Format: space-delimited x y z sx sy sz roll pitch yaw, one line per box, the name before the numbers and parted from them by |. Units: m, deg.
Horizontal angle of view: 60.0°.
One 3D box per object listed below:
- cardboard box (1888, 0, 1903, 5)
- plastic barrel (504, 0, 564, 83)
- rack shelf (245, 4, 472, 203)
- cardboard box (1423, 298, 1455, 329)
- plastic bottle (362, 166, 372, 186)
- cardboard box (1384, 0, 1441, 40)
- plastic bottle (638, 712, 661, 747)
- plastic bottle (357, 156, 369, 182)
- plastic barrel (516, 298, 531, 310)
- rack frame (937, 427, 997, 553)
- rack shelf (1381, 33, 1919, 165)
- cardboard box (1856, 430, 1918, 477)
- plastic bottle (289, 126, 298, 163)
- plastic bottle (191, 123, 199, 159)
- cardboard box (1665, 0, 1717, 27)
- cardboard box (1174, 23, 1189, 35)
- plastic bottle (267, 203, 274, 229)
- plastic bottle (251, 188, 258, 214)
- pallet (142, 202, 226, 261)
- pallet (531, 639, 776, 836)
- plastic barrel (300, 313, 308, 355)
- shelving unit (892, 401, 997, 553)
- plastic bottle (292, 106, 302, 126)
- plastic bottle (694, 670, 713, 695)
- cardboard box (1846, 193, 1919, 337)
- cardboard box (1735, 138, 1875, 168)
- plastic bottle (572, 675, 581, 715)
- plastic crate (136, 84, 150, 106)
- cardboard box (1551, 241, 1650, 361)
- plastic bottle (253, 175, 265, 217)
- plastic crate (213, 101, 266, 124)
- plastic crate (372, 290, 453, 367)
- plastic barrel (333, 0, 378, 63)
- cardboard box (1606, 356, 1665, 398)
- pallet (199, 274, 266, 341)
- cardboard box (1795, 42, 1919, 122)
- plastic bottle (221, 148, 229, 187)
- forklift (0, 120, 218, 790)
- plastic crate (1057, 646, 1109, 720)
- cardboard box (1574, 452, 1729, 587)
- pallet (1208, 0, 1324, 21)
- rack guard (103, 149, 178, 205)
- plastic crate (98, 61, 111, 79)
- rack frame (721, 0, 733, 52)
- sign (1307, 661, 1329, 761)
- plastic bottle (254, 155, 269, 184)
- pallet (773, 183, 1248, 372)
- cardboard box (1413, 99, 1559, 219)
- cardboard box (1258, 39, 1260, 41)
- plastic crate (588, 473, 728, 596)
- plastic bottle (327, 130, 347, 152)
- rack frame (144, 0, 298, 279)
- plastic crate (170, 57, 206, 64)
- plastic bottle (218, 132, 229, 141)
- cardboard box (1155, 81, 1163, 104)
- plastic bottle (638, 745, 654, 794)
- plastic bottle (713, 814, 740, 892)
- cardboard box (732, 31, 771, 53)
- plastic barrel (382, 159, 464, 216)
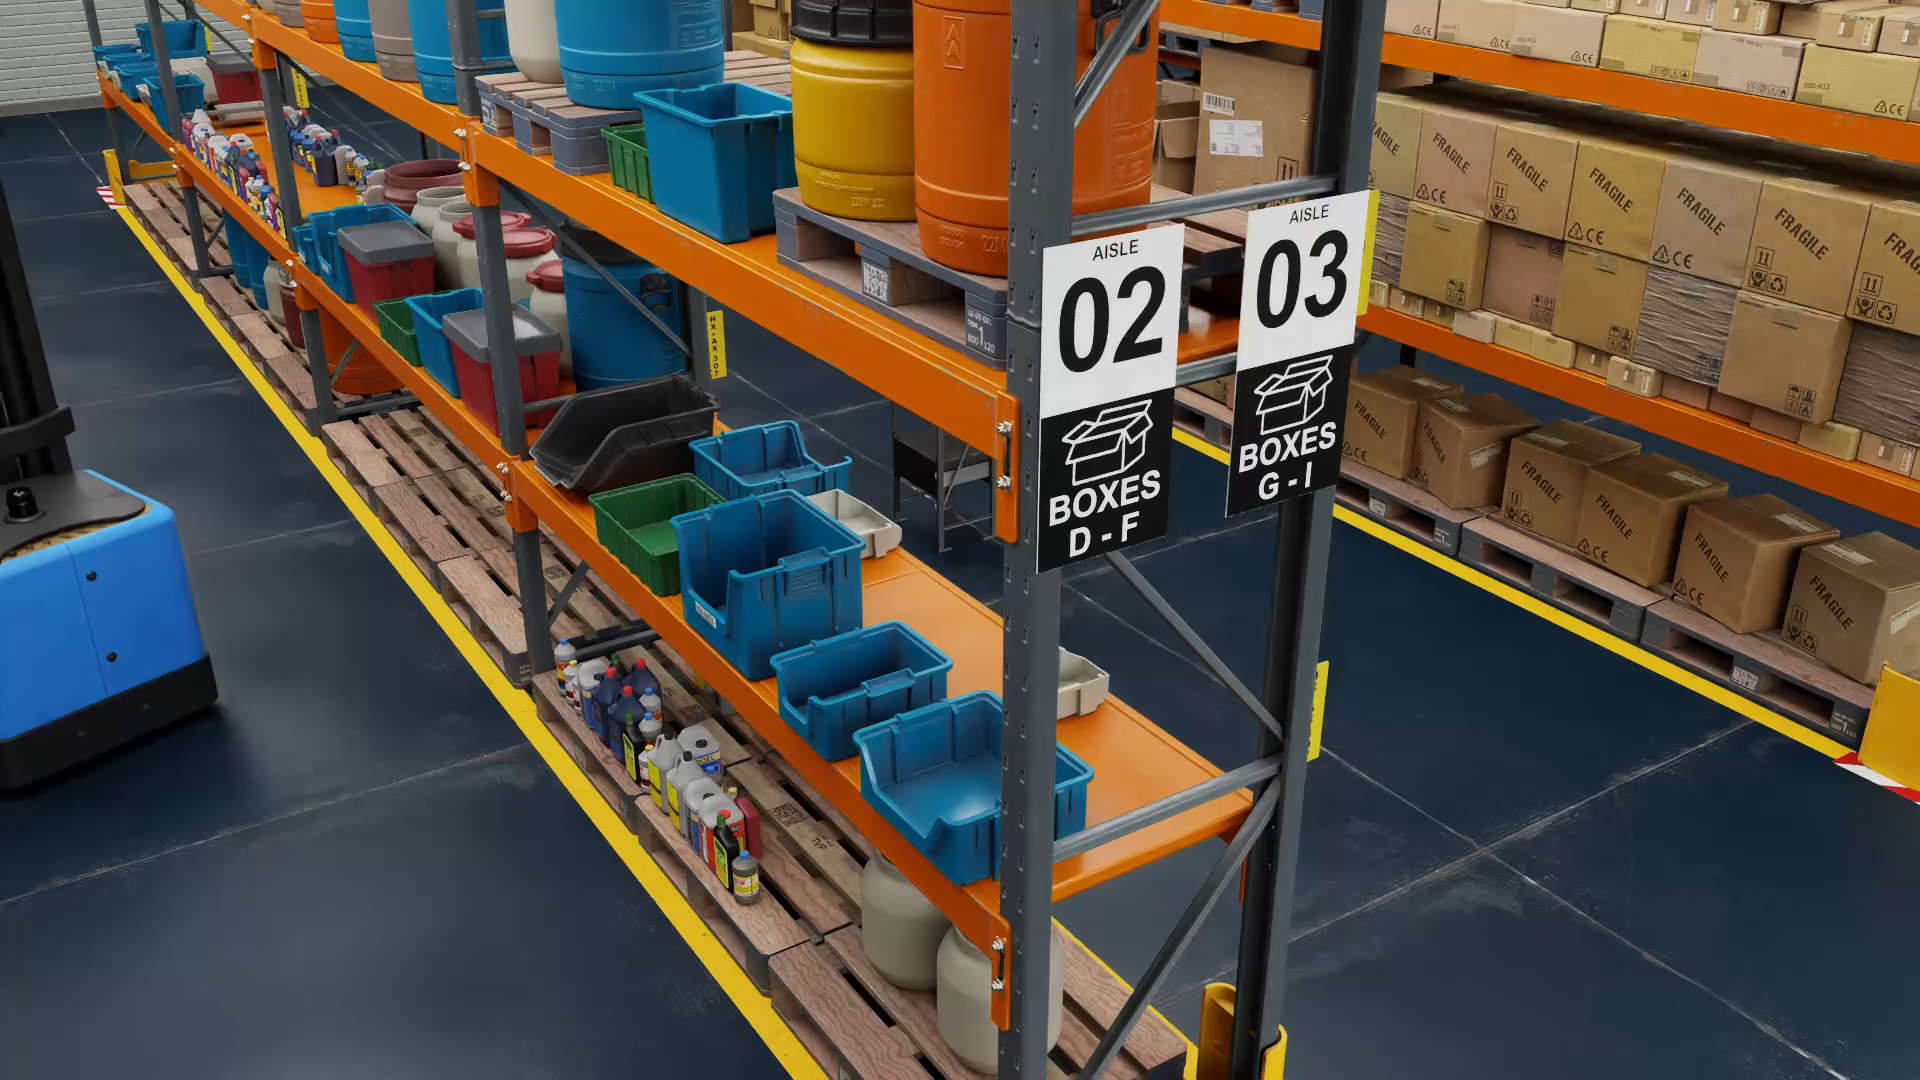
cardboard box | 4.230 -2.396 7.506 0.380 0.149 0.250 -16 29 -30
plastic barrel | -1.556 -2.069 6.483 0.421 0.512 0.421 0 25 0
rack shelf | -2.719 -2.418 8.688 1.077 0.370 4.000 -16 29 -30
cardboard box | 2.818 -1.303 9.291 0.380 0.149 0.250 -16 29 -30
plastic bottle | -4.120 -2.474 11.627 0.097 0.271 0.097 0 25 0
cardboard box | 2.554 -2.894 9.029 0.500 0.250 0.500 -17 30 -32
plastic bottle | -1.319 0.860 7.096 0.097 0.271 0.097 0 25 0
plastic bottle | -4.267 -2.618 11.933 0.097 0.271 0.097 0 25 0
plastic barrel | -2.221 -1.119 8.768 0.301 0.262 0.301 0 25 0
rack frame | 0.043 -0.921 9.242 0.400 2.100 0.015 -16 29 -30
rack shelf | 3.615 -2.142 8.103 1.077 0.370 4.000 -16 29 -30
cardboard box | 4.242 -0.425 7.432 0.380 0.149 0.250 -16 29 -30
plastic bottle | -5.128 -3.063 12.875 0.097 0.271 0.097 0 25 0
plastic bottle | -5.947 -3.125 13.007 0.097 0.271 0.097 0 25 0
cardboard box | 3.479 -2.467 7.657 0.380 0.149 0.250 -17 30 -32
cardboard box | 2.486 -5.448 17.578 0.380 0.149 0.250 -15 29 -29
plastic bottle | -4.562 -2.186 11.100 0.097 0.201 0.097 0 25 0
plastic bottle | -4.828 -2.360 11.469 0.097 0.201 0.097 0 25 0
pallet | -7.098 -2.963 15.780 1.003 0.211 1.213 -16 29 -30
pallet | -1.295 0.839 7.726 1.003 0.211 1.213 -16 29 -30
plastic barrel | -4.475 -1.520 11.878 0.421 0.512 0.421 0 25 0
shelving unit | -0.090 -1.009 9.427 0.431 2.100 0.503 -16 29 -30
plastic bottle | -5.218 -3.259 13.197 0.144 0.351 0.185 -16 29 -30
plastic bottle | -1.154 0.524 7.715 0.144 0.351 0.185 -16 29 -30
cardboard box | 4.199 -1.167 7.071 0.500 0.500 0.500 -16 29 -30
cardboard box | 4.094 -1.647 8.088 0.500 0.500 0.500 -16 29 -30
plastic bottle | -1.709 0.683 7.551 0.097 0.201 0.097 0 25 0
plastic crate | -7.196 -3.994 14.936 0.293 0.136 0.466 -16 29 -30
cardboard box | 3.556 -1.300 8.524 0.875 0.500 0.500 -16 29 -30
plastic bottle | -4.775 -2.357 11.380 0.097 0.271 0.097 0 25 0
plastic crate | -6.128 -3.641 14.188 0.396 0.136 0.243 -16 29 -30
plastic crate | -2.814 -1.133 8.885 0.450 0.188 0.662 -16 29 -30
plastic barrel | -2.800 -2.854 8.182 0.600 0.901 0.708 -16 29 -30
cardboard box | 3.471 -0.848 8.326 0.380 0.149 0.250 -16 29 -30
pallet | -5.608 -1.987 13.711 1.003 0.211 1.213 -16 29 -30
cardboard box | 3.956 -1.975 7.083 0.500 0.250 0.500 -15 29 -29
plastic bottle | -5.335 -2.724 12.157 0.097 0.271 0.097 0 25 0
forklift | -5.033 -0.724 7.849 3.031 2.935 1.130 18 31 34
plastic crate | 0.338 0.483 5.522 0.298 0.136 0.250 -16 29 -30
cardboard box | 3.699 -0.116 8.919 0.500 0.500 0.500 -13 28 -25
pallet | 2.275 -3.343 10.025 1.213 0.211 1.003 -16 29 -30
rack guard | -8.202 -3.839 17.297 1.175 0.500 0.348 -16 29 -30
plastic crate | -8.213 -4.573 16.162 0.250 0.136 0.298 -16 29 -30
rack frame | -1.844 -4.688 16.166 1.000 3.000 0.127 -16 29 -30
sign | 1.020 0.507 4.838 0.100 0.325 0.005 -16 29 -30
plastic bottle | -4.993 -2.604 11.888 0.061 0.283 0.133 -16 29 -30
pallet | 0.187 -0.831 4.704 1.003 0.211 1.213 -16 29 -30
cardboard box | 2.830 -2.059 8.962 0.500 0.500 0.500 -16 29 -30
cardboard box | 3.200 -4.982 16.593 0.380 0.149 0.250 -15 29 -28
plastic crate | -1.122 -0.025 6.537 0.450 0.188 0.662 -16 29 -30
plastic bottle | -4.617 -2.865 12.362 0.144 0.351 0.185 -16 29 -30
rack frame | -5.994 -3.533 13.721 1.000 3.000 0.127 -16 29 -30
plastic crate | -7.581 -4.623 16.267 0.396 0.136 0.243 -16 29 -30
plastic bottle | -5.766 -3.094 13.023 0.097 0.201 0.097 0 25 0
cardboard box | 1.056 -3.132 12.262 0.700 0.500 0.500 -11 27 -22
plastic bottle | -1.296 0.954 6.978 0.097 0.201 0.097 0 25 0
plastic bottle | -0.892 1.196 6.370 0.061 0.283 0.133 -15 29 -28
cardboard box | -1.802 -4.510 15.673 0.500 0.500 0.500 -15 29 -29
plastic barrel | -3.303 -2.069 10.459 0.600 0.536 0.708 -16 29 -30
